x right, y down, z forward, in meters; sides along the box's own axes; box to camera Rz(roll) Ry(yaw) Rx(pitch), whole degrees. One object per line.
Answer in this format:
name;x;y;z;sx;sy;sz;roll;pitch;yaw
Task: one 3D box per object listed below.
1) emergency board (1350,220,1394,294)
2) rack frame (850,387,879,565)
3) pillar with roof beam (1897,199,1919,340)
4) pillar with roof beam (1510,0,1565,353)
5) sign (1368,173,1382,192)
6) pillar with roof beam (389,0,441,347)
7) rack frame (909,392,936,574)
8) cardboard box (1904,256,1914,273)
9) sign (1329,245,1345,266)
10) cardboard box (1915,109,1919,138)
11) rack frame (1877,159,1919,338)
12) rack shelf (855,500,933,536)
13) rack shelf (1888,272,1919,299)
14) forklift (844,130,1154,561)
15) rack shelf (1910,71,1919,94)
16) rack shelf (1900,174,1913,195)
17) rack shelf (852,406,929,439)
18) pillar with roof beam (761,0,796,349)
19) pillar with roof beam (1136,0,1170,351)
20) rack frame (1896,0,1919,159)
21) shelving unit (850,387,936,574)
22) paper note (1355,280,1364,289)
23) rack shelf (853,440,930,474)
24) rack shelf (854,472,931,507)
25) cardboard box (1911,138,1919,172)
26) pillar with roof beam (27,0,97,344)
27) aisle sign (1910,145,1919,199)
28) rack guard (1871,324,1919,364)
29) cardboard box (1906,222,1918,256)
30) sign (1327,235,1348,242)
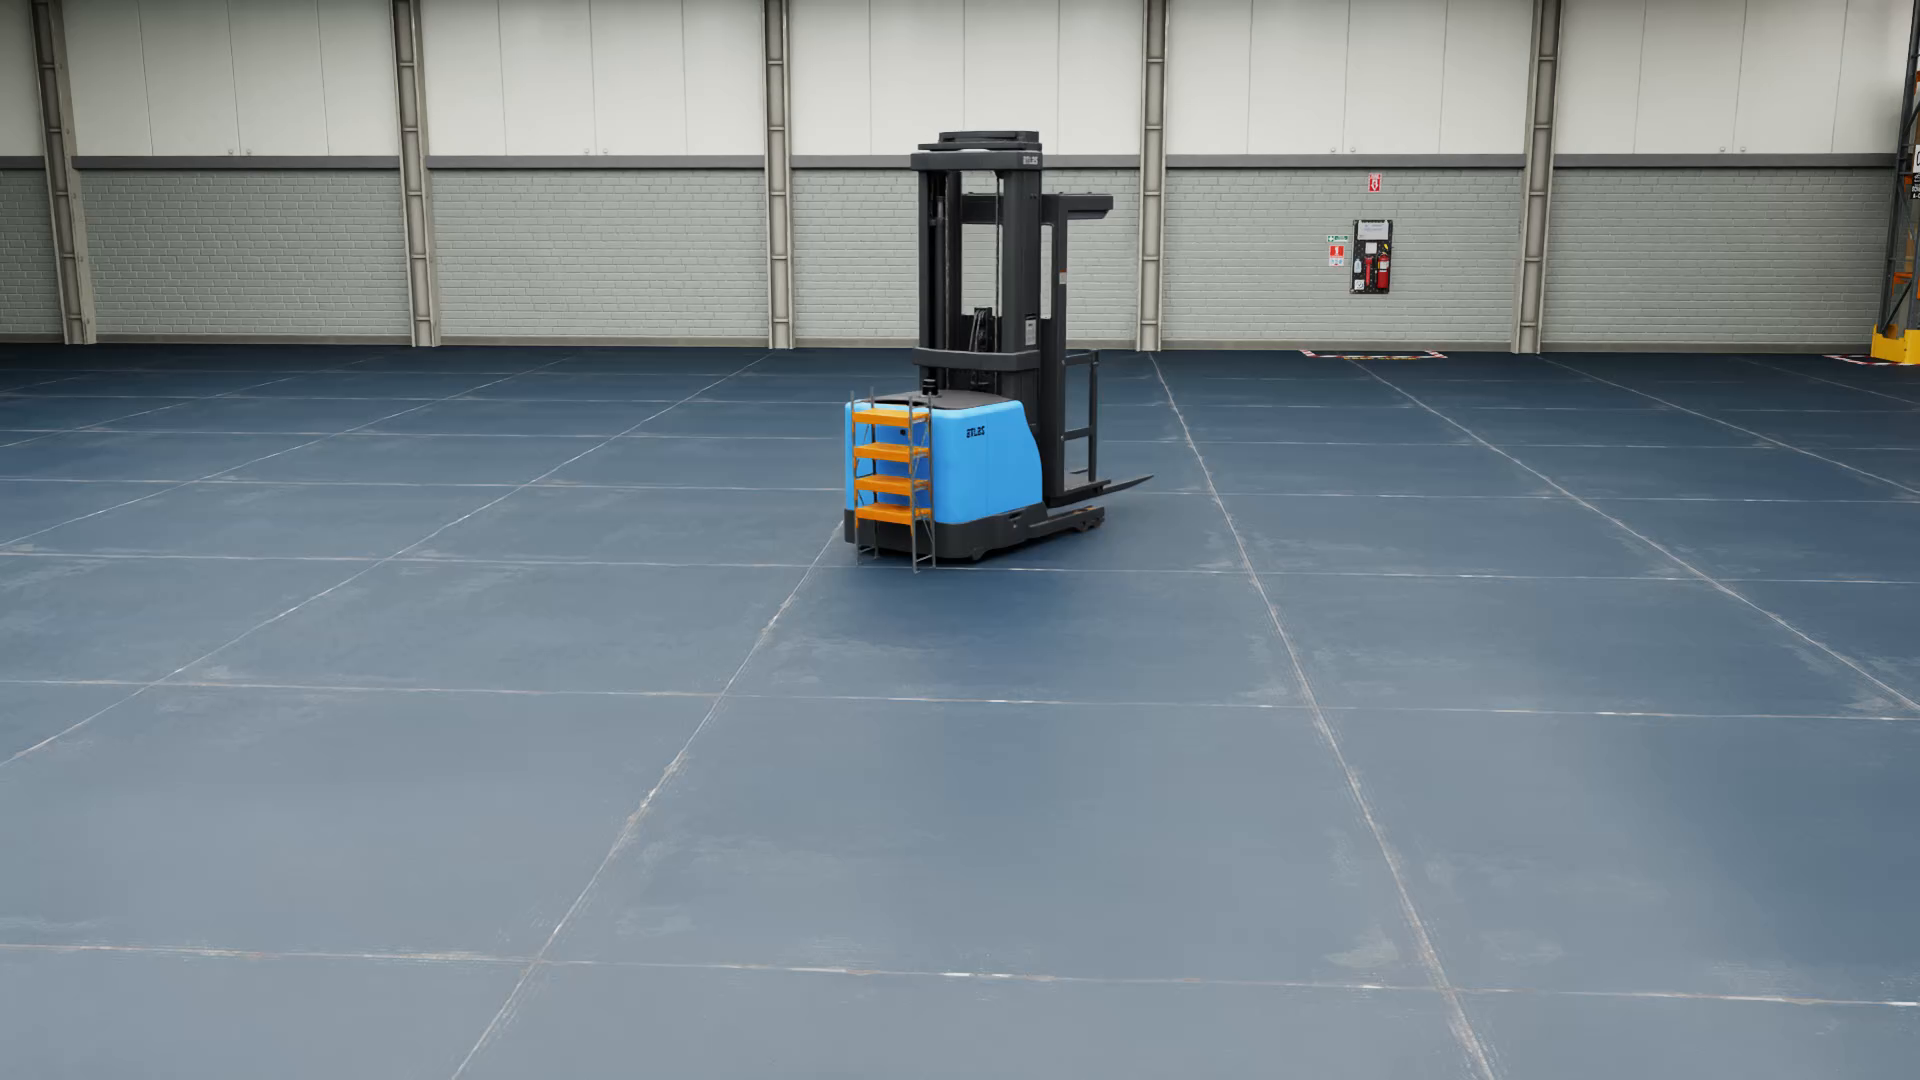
emergency board;6.583;-4.514;26.519;0.643;1.169;0.194;1;12;4
rack frame;-0.653;-0.438;11.410;0.015;1.200;0.240;8;16;34
pillar with roof beam;14.745;-6.447;21.109;0.400;9.000;9.100;1;12;4
pillar with roof beam;8.758;-6.529;21.502;0.400;9.000;9.100;1;12;4
sign;6.581;-5.669;26.380;0.199;0.298;0.001;1;12;4
pillar with roof beam;-9.202;-6.775;22.679;0.400;9.000;9.100;1;12;4
rack frame;-0.252;-0.381;11.138;0.015;1.200;0.240;8;16;34
cardboard box;14.755;-4.192;25.301;0.500;0.250;0.500;1;12;5
sign;6.038;-4.560;26.652;0.234;0.329;0.001;1;12;4
cardboard box;14.724;-6.287;24.934;0.500;0.500;0.500;1;12;6
rack frame;14.276;-4.223;25.129;0.127;3.000;1.000;1;12;4
rack shelf;-0.448;-0.151;11.335;0.480;0.148;0.258;8;16;34
rack shelf;16.272;-3.843;25.072;4.000;0.370;1.077;1;12;4
forklift;0.449;-1.543;12.487;1.130;2.935;3.031;8;15;35
rack shelf;16.272;-6.778;24.458;4.000;0.370;1.077;1;12;4
rack shelf;16.272;-5.311;24.764;4.000;0.370;1.077;1;12;4
rack shelf;-0.460;-0.792;11.184;0.480;0.148;0.258;8;16;34
pillar with roof beam;-3.215;-6.693;22.286;0.400;9.000;9.100;1;12;4
pillar with roof beam;2.772;-6.611;21.894;0.400;9.000;9.100;1;12;4
rack frame;14.276;-7.159;24.515;0.127;3.000;1.000;1;12;4
shelving unit;-0.453;-0.409;11.274;0.503;1.200;0.258;8;16;34
paper note;6.411;-4.099;26.688;0.142;0.148;0.016;1;12;4
rack shelf;-0.455;-0.561;11.238;0.480;0.148;0.258;8;16;34
rack shelf;-0.451;-0.344;11.289;0.480;0.148;0.258;8;16;34
cardboard box;14.709;-5.796;25.029;0.500;0.500;0.500;2;12;8
pillar with roof beam;-15.188;-6.857;23.071;0.400;9.000;9.100;1;12;4
aisle sign;14.184;-5.435;24.574;0.004;0.787;0.394;1;12;4
rack guard;14.352;-2.998;25.380;0.348;0.500;1.175;1;12;4
cardboard box;14.761;-4.563;25.242;0.500;0.500;0.500;1;12;3
sign;6.042;-4.817;26.589;0.331;0.109;0.001;1;12;4
